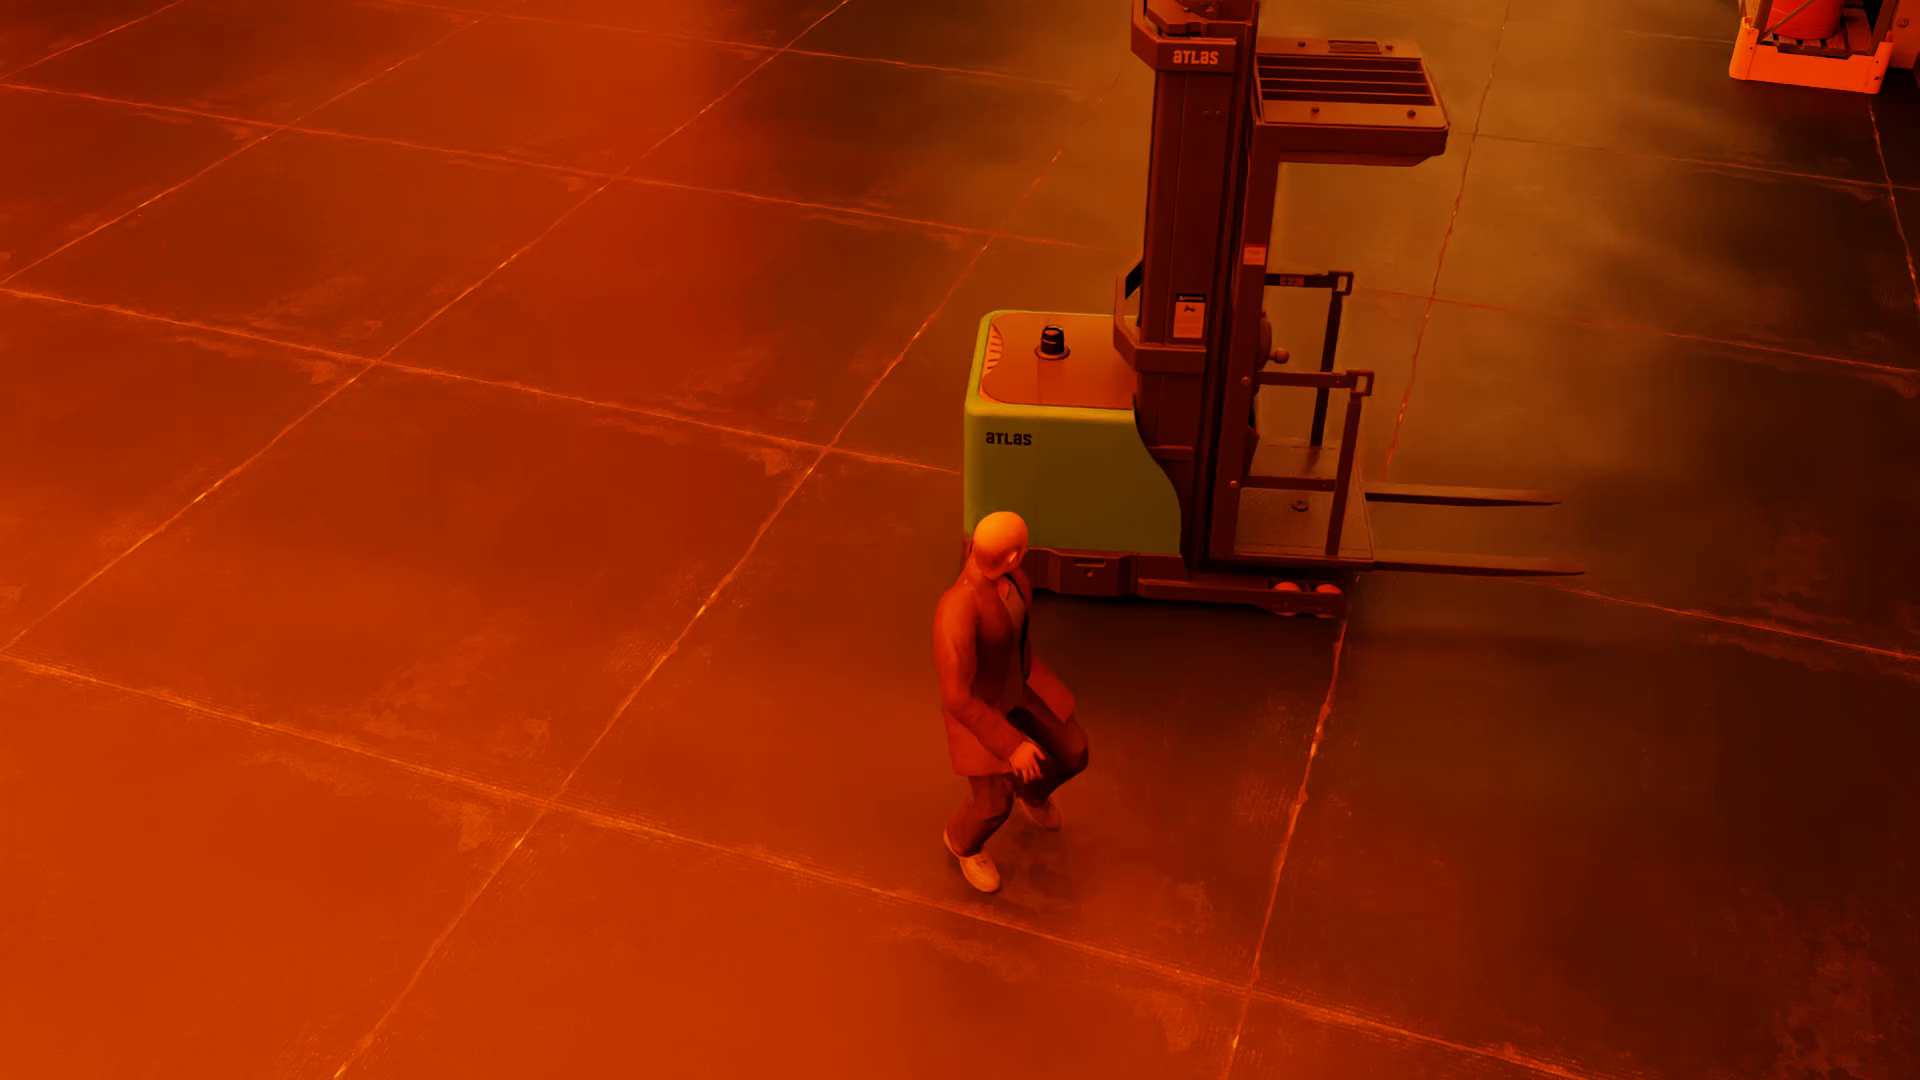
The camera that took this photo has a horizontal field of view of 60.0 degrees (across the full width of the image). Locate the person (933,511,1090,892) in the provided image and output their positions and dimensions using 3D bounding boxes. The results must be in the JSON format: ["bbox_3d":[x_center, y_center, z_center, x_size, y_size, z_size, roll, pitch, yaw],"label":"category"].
[{"bbox_3d":[0.165,0.590,6.366,0.696,1.690,0.823,27,43,33],"label":"person"}]

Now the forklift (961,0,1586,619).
[{"bbox_3d":[1.555,-1.137,7.714,3.031,2.935,1.130,3,35,5],"label":"forklift"}]
